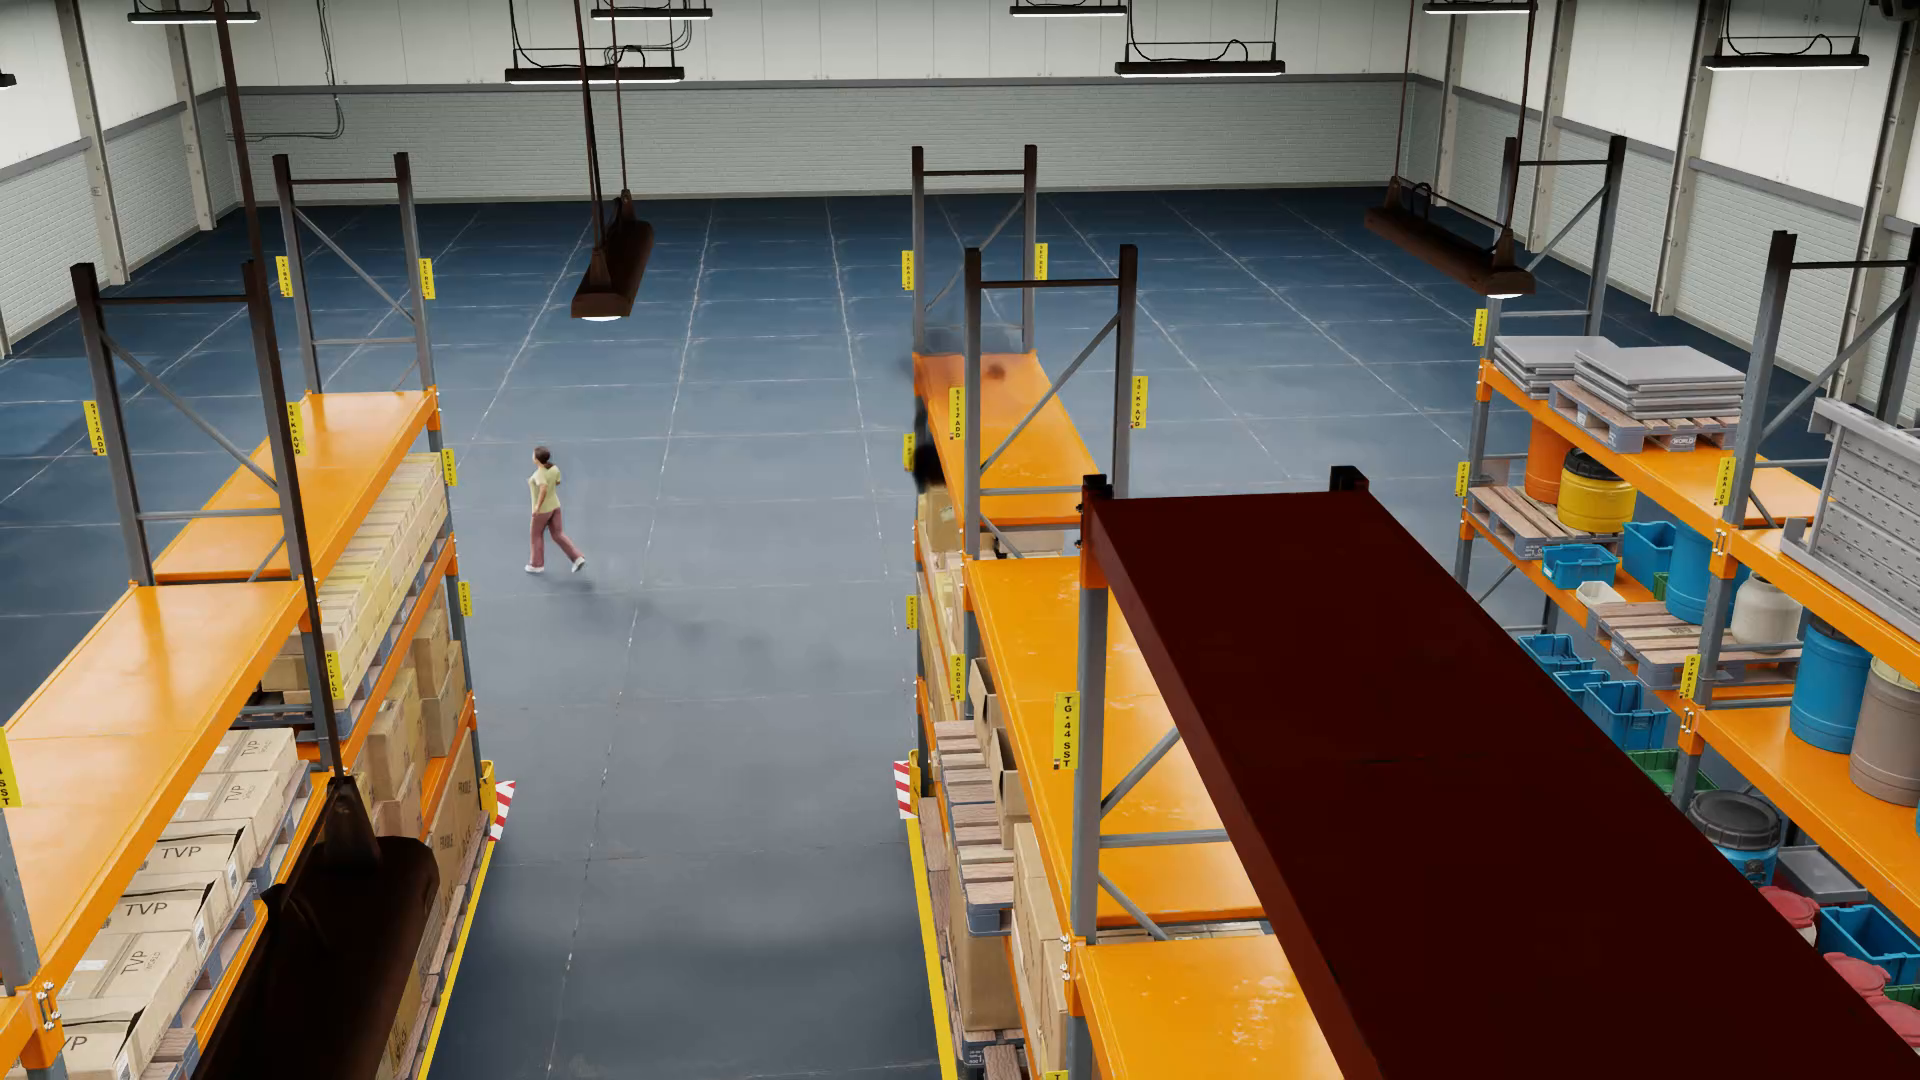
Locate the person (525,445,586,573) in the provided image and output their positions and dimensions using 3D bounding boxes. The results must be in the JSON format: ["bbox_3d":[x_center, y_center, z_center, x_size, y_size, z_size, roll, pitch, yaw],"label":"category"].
[{"bbox_3d":[-4.987,-0.346,20.186,0.929,1.662,0.594,11,24,26],"label":"person"}]
